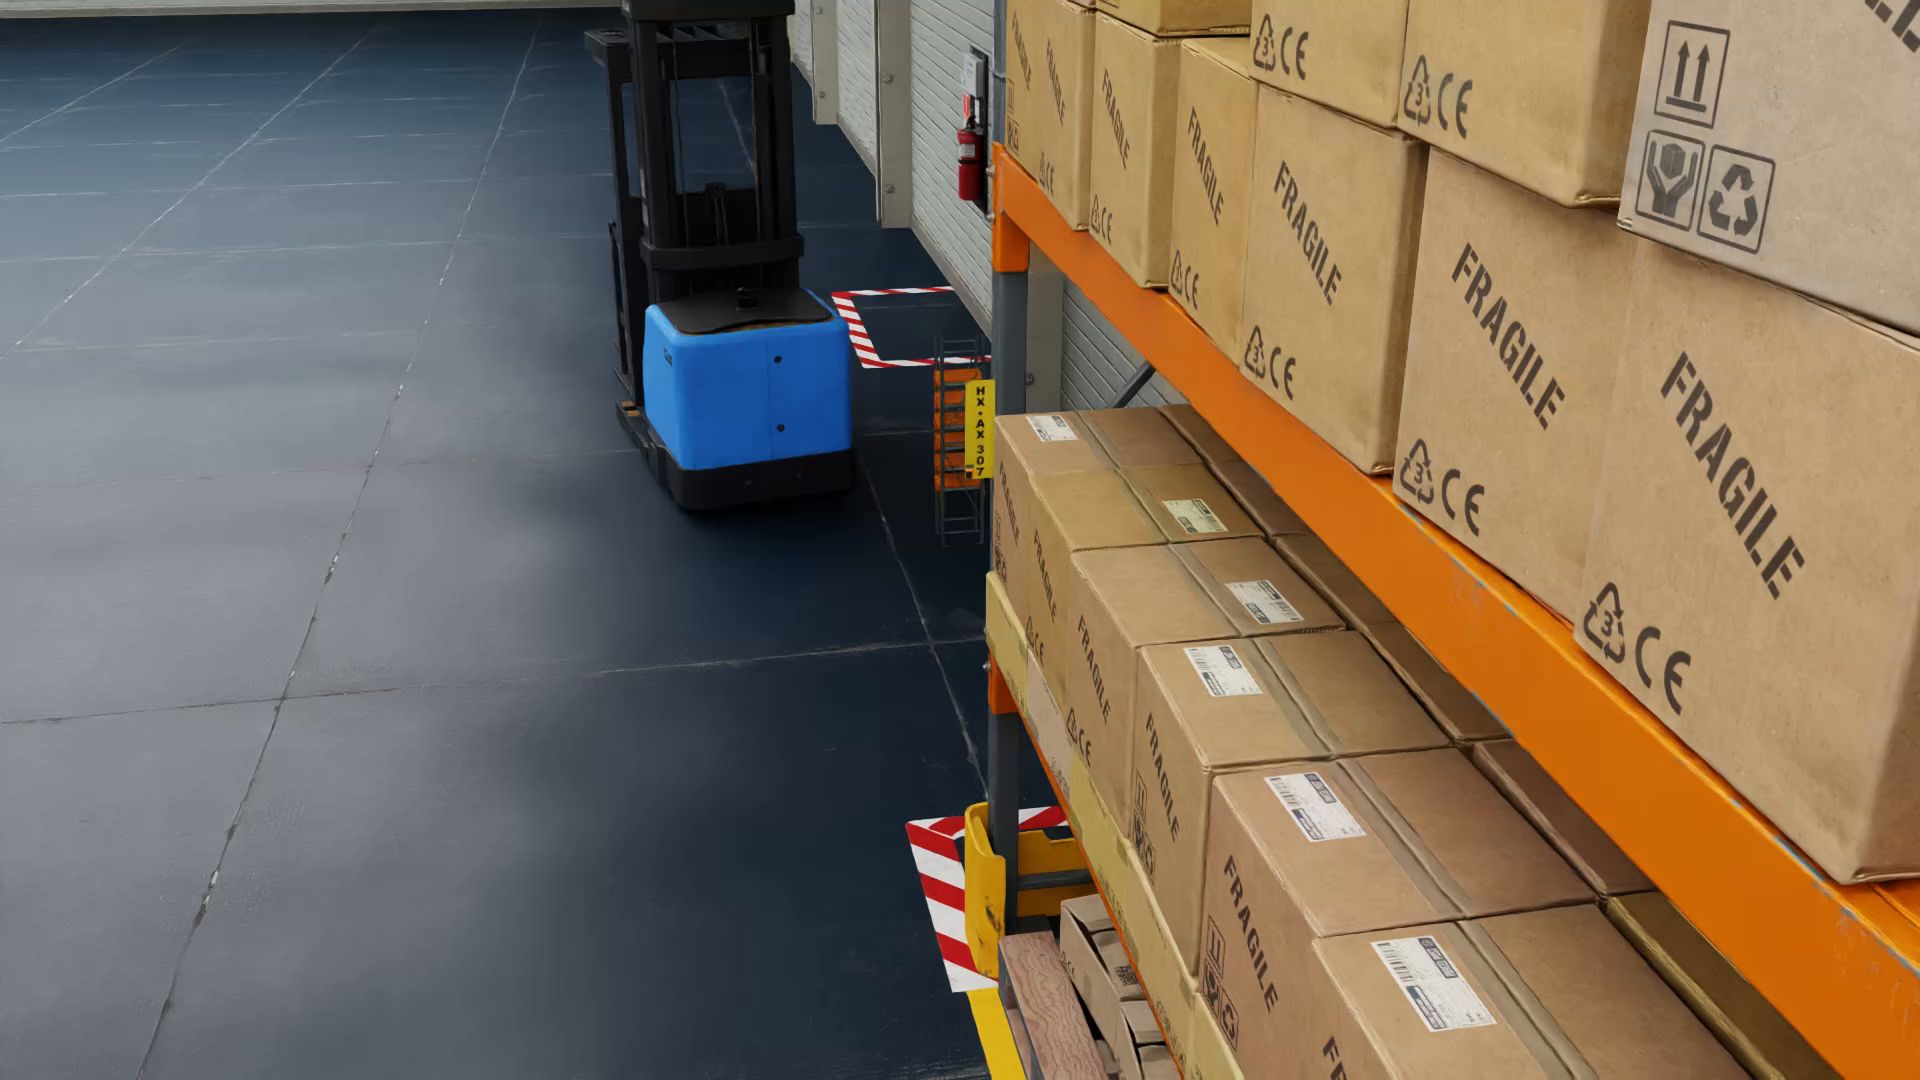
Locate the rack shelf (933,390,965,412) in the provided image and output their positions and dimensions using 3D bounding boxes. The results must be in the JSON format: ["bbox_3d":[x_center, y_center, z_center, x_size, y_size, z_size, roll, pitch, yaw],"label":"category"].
[{"bbox_3d":[-0.003,-0.735,8.945,0.258,0.103,0.180,-4,24,-10],"label":"rack shelf"}]

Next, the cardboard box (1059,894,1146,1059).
[{"bbox_3d":[0.639,1.321,5.288,0.500,0.311,0.500,-7,25,-16],"label":"cardboard box"}]

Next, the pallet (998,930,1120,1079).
[{"bbox_3d":[0.729,1.641,5.229,1.003,0.211,1.213,-4,24,-10],"label":"pallet"}]

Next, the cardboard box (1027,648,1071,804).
[{"bbox_3d":[0.487,0.489,4.544,0.500,0.250,0.500,-5,24,-11],"label":"cardboard box"}]

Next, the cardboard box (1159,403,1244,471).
[{"bbox_3d":[0.895,-0.103,4.964,0.500,0.500,0.500,-5,24,-10],"label":"cardboard box"}]

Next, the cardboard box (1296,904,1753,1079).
[{"bbox_3d":[0.850,0.941,2.572,0.500,0.500,0.500,-4,24,-10],"label":"cardboard box"}]

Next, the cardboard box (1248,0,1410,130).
[{"bbox_3d":[0.761,-0.900,2.415,0.500,0.500,0.500,-5,24,-12],"label":"cardboard box"}]

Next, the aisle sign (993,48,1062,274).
[{"bbox_3d":[0.291,-1.186,4.970,0.394,0.787,0.004,-4,24,-10],"label":"aisle sign"}]

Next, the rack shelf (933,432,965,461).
[{"bbox_3d":[-0.003,-0.515,9.041,0.258,0.103,0.180,-4,24,-10],"label":"rack shelf"}]

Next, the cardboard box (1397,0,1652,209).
[{"bbox_3d":[0.867,-0.696,1.950,0.500,0.500,0.500,-3,24,-7],"label":"cardboard box"}]

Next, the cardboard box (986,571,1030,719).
[{"bbox_3d":[0.377,0.286,5.009,0.500,0.250,0.500,-5,24,-11],"label":"cardboard box"}]

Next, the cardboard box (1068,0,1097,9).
[{"bbox_3d":[0.475,-1.506,3.804,0.500,0.500,0.500,-5,24,-10],"label":"cardboard box"}]

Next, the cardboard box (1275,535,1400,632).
[{"bbox_3d":[1.078,0.299,4.044,0.500,0.500,0.500,-5,24,-11],"label":"cardboard box"}]

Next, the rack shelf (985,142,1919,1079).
[{"bbox_3d":[0.969,-0.247,3.219,1.077,0.370,4.000,-4,24,-10],"label":"rack shelf"}]

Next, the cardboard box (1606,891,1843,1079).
[{"bbox_3d":[1.365,0.896,2.675,0.500,0.500,0.500,-4,24,-10],"label":"cardboard box"}]

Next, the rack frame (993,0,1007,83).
[{"bbox_3d":[0.599,-2.738,4.276,1.000,3.000,0.127,-4,24,-10],"label":"rack frame"}]

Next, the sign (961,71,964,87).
[{"bbox_3d":[0.041,-3.594,13.025,0.001,0.109,0.331,-4,24,-10],"label":"sign"}]

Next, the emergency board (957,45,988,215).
[{"bbox_3d":[0.050,-3.112,12.629,0.194,1.169,0.643,-4,24,-10],"label":"emergency board"}]

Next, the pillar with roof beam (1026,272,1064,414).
[{"bbox_3d":[-3.762,-4.568,8.466,9.100,9.000,0.400,-4,24,-10],"label":"pillar with roof beam"}]

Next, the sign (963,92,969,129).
[{"bbox_3d":[0.049,-3.354,13.137,0.001,0.329,0.234,-4,24,-10],"label":"sign"}]

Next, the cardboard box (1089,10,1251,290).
[{"bbox_3d":[0.580,-0.851,3.552,0.500,0.500,0.500,-3,24,-7],"label":"cardboard box"}]

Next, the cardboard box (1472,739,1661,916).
[{"bbox_3d":[1.279,0.700,3.125,0.500,0.500,0.500,-4,24,-8],"label":"cardboard box"}]

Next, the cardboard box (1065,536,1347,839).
[{"bbox_3d":[0.563,0.336,3.959,0.500,0.500,0.500,-5,24,-11],"label":"cardboard box"}]

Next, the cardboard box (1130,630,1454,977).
[{"bbox_3d":[0.670,0.538,3.496,0.500,0.500,0.500,-4,24,-8],"label":"cardboard box"}]

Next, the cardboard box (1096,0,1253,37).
[{"bbox_3d":[0.581,-1.305,3.344,0.500,0.500,0.500,-4,24,-8],"label":"cardboard box"}]

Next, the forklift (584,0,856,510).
[{"bbox_3d":[-1.626,-2.074,10.336,1.130,2.935,3.031,-9,25,-20],"label":"forklift"}]

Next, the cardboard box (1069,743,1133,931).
[{"bbox_3d":[0.576,0.690,4.084,0.500,0.250,0.500,-5,24,-11],"label":"cardboard box"}]

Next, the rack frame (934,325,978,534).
[{"bbox_3d":[-0.020,-0.592,9.105,0.240,1.200,0.006,-4,24,-10],"label":"rack frame"}]

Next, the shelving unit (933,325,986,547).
[{"bbox_3d":[-0.003,-0.556,9.023,0.258,1.200,0.189,-4,24,-10],"label":"shelving unit"}]

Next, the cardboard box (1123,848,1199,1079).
[{"bbox_3d":[0.667,0.889,3.629,0.500,0.250,0.500,-4,24,-9],"label":"cardboard box"}]

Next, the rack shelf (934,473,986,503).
[{"bbox_3d":[-0.003,-0.295,9.137,0.258,0.103,0.180,-4,24,-10],"label":"rack shelf"}]

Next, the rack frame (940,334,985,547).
[{"bbox_3d":[0.014,-0.520,8.940,0.240,1.200,0.006,-4,24,-10],"label":"rack frame"}]

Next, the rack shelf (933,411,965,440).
[{"bbox_3d":[-0.003,-0.625,8.993,0.258,0.103,0.180,-4,24,-10],"label":"rack shelf"}]

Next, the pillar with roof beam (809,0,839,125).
[{"bbox_3d":[-5.980,-9.288,19.274,9.100,9.000,0.400,-4,24,-10],"label":"pillar with roof beam"}]

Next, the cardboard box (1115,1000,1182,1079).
[{"bbox_3d":[0.744,1.545,4.775,0.500,0.311,0.500,-2,24,-5],"label":"cardboard box"}]

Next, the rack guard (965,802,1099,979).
[{"bbox_3d":[0.613,1.187,5.909,1.175,0.500,0.348,-4,24,-10],"label":"rack guard"}]

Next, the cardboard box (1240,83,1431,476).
[{"bbox_3d":[0.782,-0.440,2.613,0.500,0.500,0.500,-5,24,-12],"label":"cardboard box"}]

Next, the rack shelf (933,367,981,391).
[{"bbox_3d":[-0.003,-0.845,8.897,0.258,0.103,0.180,-4,24,-10],"label":"rack shelf"}]

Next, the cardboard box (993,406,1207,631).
[{"bbox_3d":[0.392,-0.063,4.872,0.500,0.500,0.500,-4,24,-10],"label":"cardboard box"}]

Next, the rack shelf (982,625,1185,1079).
[{"bbox_3d":[0.969,1.128,3.819,1.077,0.370,4.000,-4,24,-10],"label":"rack shelf"}]

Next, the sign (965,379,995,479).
[{"bbox_3d":[0.066,-0.345,5.211,0.100,0.325,0.005,-4,24,-10],"label":"sign"}]

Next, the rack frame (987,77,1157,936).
[{"bbox_3d":[0.599,0.011,5.477,1.000,3.000,0.127,-4,24,-10],"label":"rack frame"}]

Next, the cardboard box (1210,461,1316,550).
[{"bbox_3d":[0.979,0.095,4.509,0.500,0.500,0.500,-4,24,-9],"label":"cardboard box"}]

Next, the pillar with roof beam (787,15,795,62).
[{"bbox_3d":[-7.090,-11.648,24.677,9.100,9.000,0.400,-4,24,-10],"label":"pillar with roof beam"}]

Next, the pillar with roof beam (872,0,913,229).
[{"bbox_3d":[-4.871,-6.928,13.870,9.100,9.000,0.400,-4,24,-10],"label":"pillar with roof beam"}]

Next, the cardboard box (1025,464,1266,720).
[{"bbox_3d":[0.474,0.132,4.425,0.500,0.500,0.500,-4,24,-10],"label":"cardboard box"}]

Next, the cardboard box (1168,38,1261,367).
[{"bbox_3d":[0.699,-0.641,3.073,0.500,0.500,0.500,-3,24,-6],"label":"cardboard box"}]

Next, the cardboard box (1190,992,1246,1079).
[{"bbox_3d":[0.761,1.087,3.176,0.500,0.250,0.500,-4,24,-10],"label":"cardboard box"}]

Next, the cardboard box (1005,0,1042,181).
[{"bbox_3d":[0.415,-1.268,4.509,0.500,0.500,0.500,-4,24,-8],"label":"cardboard box"}]

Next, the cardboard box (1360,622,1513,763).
[{"bbox_3d":[1.172,0.497,3.591,0.500,0.500,0.500,-4,24,-9],"label":"cardboard box"}]

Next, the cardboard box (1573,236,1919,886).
[{"bbox_3d":[1.002,-0.026,1.665,0.500,0.500,0.500,-4,24,-8],"label":"cardboard box"}]

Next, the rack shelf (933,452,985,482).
[{"bbox_3d":[-0.003,-0.405,9.089,0.258,0.103,0.180,-4,24,-10],"label":"rack shelf"}]

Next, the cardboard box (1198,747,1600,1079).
[{"bbox_3d":[0.767,0.743,3.027,0.500,0.500,0.500,-5,24,-11],"label":"cardboard box"}]

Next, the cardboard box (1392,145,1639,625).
[{"bbox_3d":[0.922,-0.225,2.120,0.500,0.500,0.500,-6,24,-14],"label":"cardboard box"}]

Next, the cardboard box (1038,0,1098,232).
[{"bbox_3d":[0.480,-1.055,4.019,0.500,0.500,0.500,-3,24,-6],"label":"cardboard box"}]

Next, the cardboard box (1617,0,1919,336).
[{"bbox_3d":[0.980,-0.480,1.455,0.500,0.500,0.500,-6,24,-14],"label":"cardboard box"}]
